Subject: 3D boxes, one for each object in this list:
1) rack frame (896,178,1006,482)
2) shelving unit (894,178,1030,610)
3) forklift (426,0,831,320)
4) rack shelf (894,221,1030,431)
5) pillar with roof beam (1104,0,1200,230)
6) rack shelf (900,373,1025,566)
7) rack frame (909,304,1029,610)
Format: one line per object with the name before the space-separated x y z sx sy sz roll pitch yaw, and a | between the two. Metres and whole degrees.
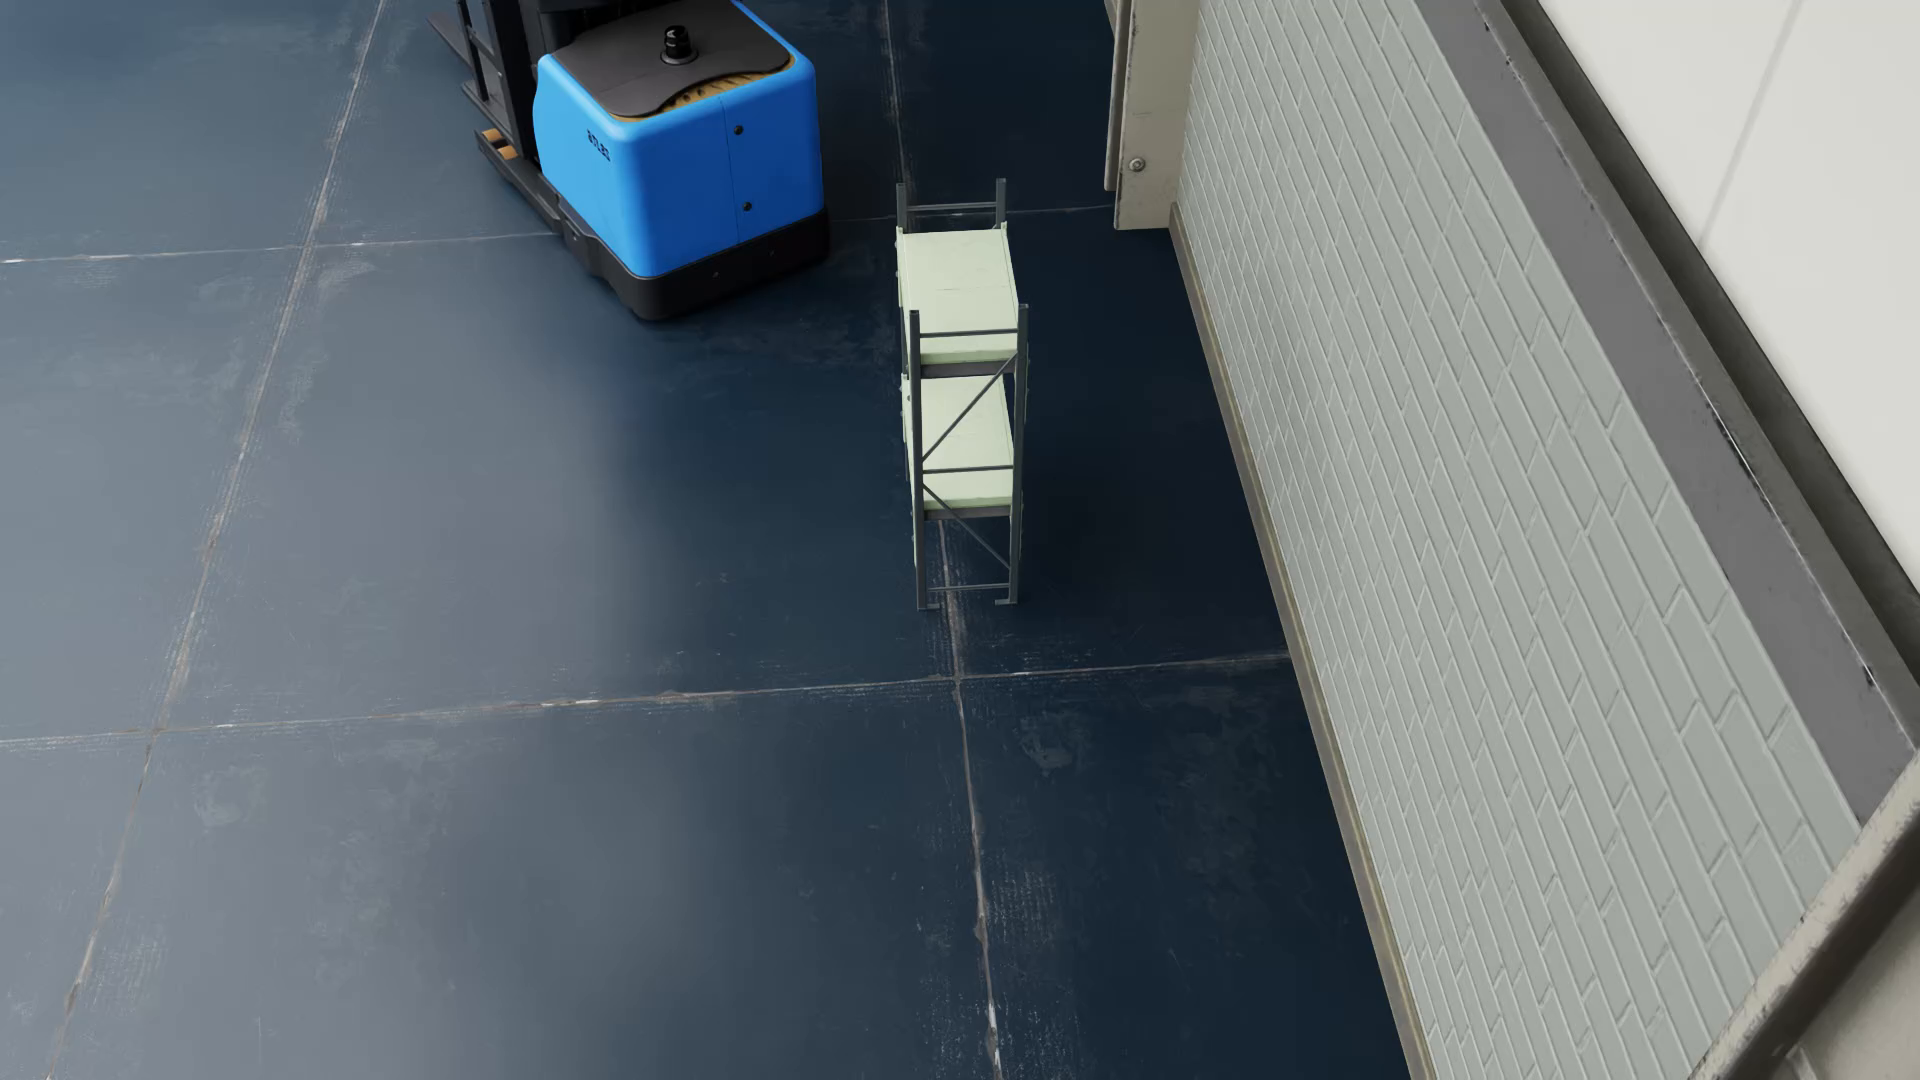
rack frame | -0.031 -0.785 6.597 0.400 1.500 0.023 -3 47 -3
shelving unit | -0.001 -0.521 6.347 0.431 1.500 0.755 -3 47 -3
forklift | -1.887 -3.073 7.779 1.130 2.935 3.031 -27 52 -23
rack shelf | -0.001 -0.789 6.063 0.431 0.370 0.720 -3 47 -3
pillar with roof beam | -3.372 -4.545 4.993 9.100 9.000 0.400 -3 47 -3
rack shelf | -0.001 -0.296 6.583 0.431 0.370 0.720 -3 47 -3
rack frame | 0.030 -0.256 6.096 0.400 1.500 0.023 -3 47 -3
